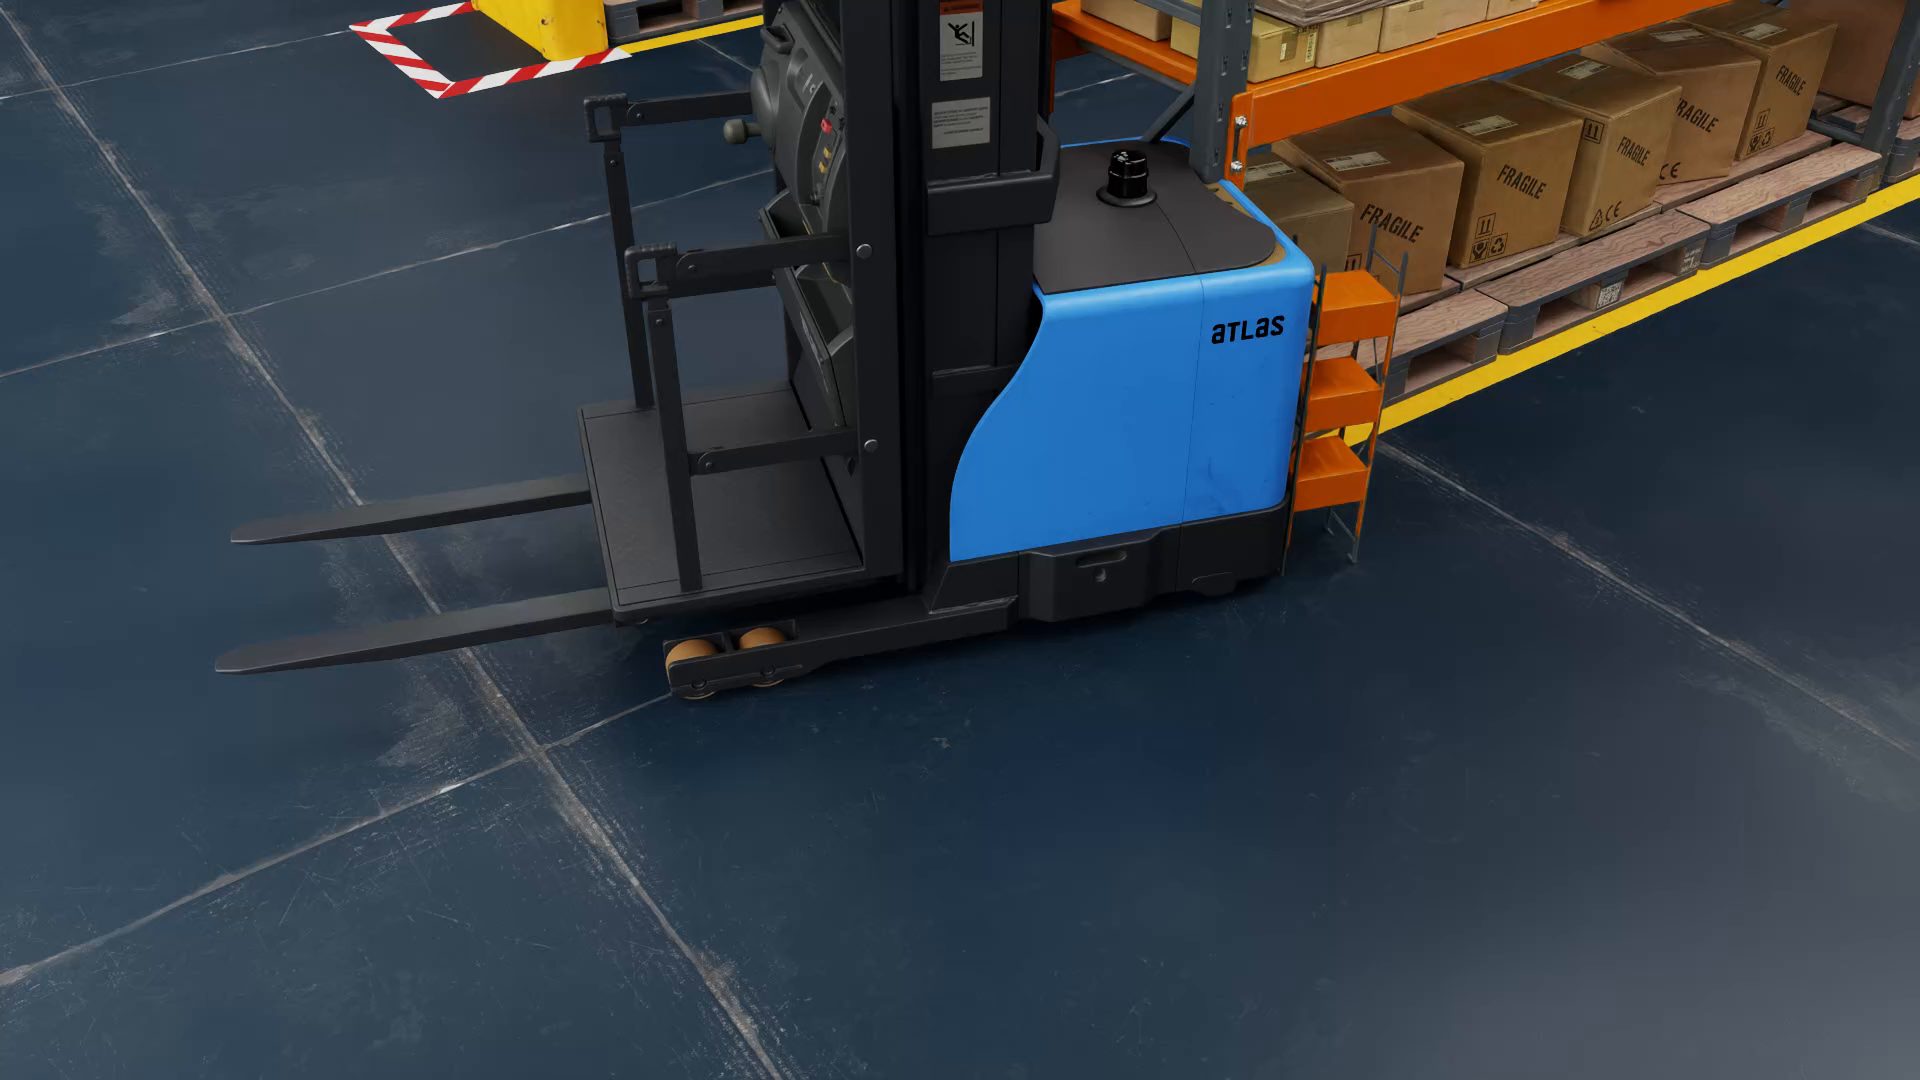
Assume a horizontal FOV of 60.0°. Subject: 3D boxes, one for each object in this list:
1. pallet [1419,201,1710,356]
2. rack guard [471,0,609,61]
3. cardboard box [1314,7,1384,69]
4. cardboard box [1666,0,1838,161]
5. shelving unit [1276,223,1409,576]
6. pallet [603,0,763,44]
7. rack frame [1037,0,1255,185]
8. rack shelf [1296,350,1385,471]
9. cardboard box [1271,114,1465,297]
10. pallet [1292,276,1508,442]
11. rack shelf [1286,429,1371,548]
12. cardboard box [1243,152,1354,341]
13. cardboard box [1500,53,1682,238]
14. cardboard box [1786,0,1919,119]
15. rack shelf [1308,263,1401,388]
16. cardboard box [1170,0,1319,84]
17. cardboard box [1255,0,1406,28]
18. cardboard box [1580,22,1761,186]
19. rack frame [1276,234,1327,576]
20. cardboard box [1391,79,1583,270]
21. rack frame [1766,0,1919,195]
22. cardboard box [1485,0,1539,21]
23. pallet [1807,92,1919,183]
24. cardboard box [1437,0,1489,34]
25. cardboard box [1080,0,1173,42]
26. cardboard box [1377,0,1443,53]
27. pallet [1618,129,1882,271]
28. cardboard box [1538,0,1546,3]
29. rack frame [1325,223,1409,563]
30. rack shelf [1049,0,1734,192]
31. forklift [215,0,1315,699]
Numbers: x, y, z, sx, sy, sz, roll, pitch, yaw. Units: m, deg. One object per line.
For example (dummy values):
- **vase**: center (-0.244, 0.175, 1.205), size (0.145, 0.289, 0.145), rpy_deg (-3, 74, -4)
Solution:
- **pallet**: center (2.228, -1.205, 6.744), size (1.213, 0.211, 1.003), rpy_deg (-22, 41, -28)
- **rack guard**: center (-2.333, -3.044, 9.054), size (0.348, 0.500, 1.175), rpy_deg (-22, 41, -28)
- **cardboard box**: center (1.071, -1.602, 5.123), size (0.250, 0.149, 0.380), rpy_deg (-22, 41, -28)
- **cardboard box**: center (3.405, -2.032, 7.288), size (0.500, 0.500, 0.500), rpy_deg (-24, 42, -29)
- **shelving unit**: center (1.078, -0.391, 4.895), size (0.252, 1.050, 0.215), rpy_deg (-9, 37, -13)
- **pallet**: center (-1.666, -3.197, 9.515), size (1.213, 0.211, 1.003), rpy_deg (-22, 41, -28)
- **rack frame**: center (0.485, -1.647, 4.971), size (0.127, 3.000, 1.000), rpy_deg (-22, 41, -28)
- **rack shelf**: center (1.078, -0.383, 4.901), size (0.240, 0.259, 0.215), rpy_deg (-9, 37, -13)
- **cardboard box**: center (1.474, -1.222, 6.161), size (0.500, 0.500, 0.500), rpy_deg (-12, 37, -16)
- **pallet**: center (1.232, -0.797, 6.177), size (1.213, 0.211, 1.003), rpy_deg (-22, 41, -28)
- **rack shelf**: center (1.078, -0.157, 5.063), size (0.240, 0.259, 0.215), rpy_deg (-9, 37, -13)
- **cardboard box**: center (1.005, -1.004, 5.859), size (0.500, 0.500, 0.500), rpy_deg (-15, 38, -20)
- **cardboard box**: center (2.479, -1.590, 6.673), size (0.500, 0.500, 0.500), rpy_deg (-26, 43, -32)
- **cardboard box**: center (4.269, -2.352, 7.716), size (0.500, 0.500, 0.700), rpy_deg (-26, 43, -31)
- **rack shelf**: center (1.078, -0.613, 4.736), size (0.240, 0.259, 0.215), rpy_deg (-9, 37, -13)
- **cardboard box**: center (0.856, -1.527, 5.019), size (0.250, 0.149, 0.380), rpy_deg (-22, 41, -28)
- **cardboard box**: center (0.951, -1.980, 5.094), size (0.500, 0.500, 0.875), rpy_deg (-22, 41, -28)
- **cardboard box**: center (2.941, -1.836, 7.015), size (0.500, 0.500, 0.500), rpy_deg (-10, 37, -14)
- **rack frame**: center (0.960, -0.372, 4.868), size (0.008, 1.050, 0.200), rpy_deg (-9, 37, -13)
- **cardboard box**: center (1.997, -1.423, 6.441), size (0.500, 0.500, 0.500), rpy_deg (-18, 40, -24)
- **rack frame**: center (3.755, -2.992, 6.841), size (0.127, 3.000, 1.000), rpy_deg (-22, 41, -28)
- **cardboard box**: center (1.685, -1.853, 5.473), size (0.250, 0.149, 0.380), rpy_deg (-22, 41, -28)
- **pallet**: center (4.391, -2.123, 8.021), size (1.213, 0.211, 1.003), rpy_deg (-22, 41, -28)
- **cardboard box**: center (1.476, -1.773, 5.361), size (0.250, 0.149, 0.380), rpy_deg (-22, 41, -28)
- **cardboard box**: center (0.599, -1.739, 5.314), size (0.250, 0.149, 0.380), rpy_deg (-22, 41, -28)
- **cardboard box**: center (1.284, -1.679, 5.230), size (0.250, 0.149, 0.380), rpy_deg (-22, 41, -28)
- **pallet**: center (3.226, -1.617, 7.318), size (1.213, 0.211, 1.003), rpy_deg (-22, 41, -28)
- **cardboard box**: center (1.874, -1.950, 5.608), size (0.250, 0.149, 0.380), rpy_deg (-22, 41, -28)
- **rack frame**: center (1.195, -0.411, 4.922), size (0.008, 1.050, 0.200), rpy_deg (-9, 37, -13)
- **rack shelf**: center (2.120, -2.027, 6.116), size (4.000, 0.370, 1.077), rpy_deg (-22, 41, -28)
- **forklift**: center (-0.601, -1.090, 4.256), size (3.031, 2.935, 1.130), rpy_deg (-9, 37, -13)
